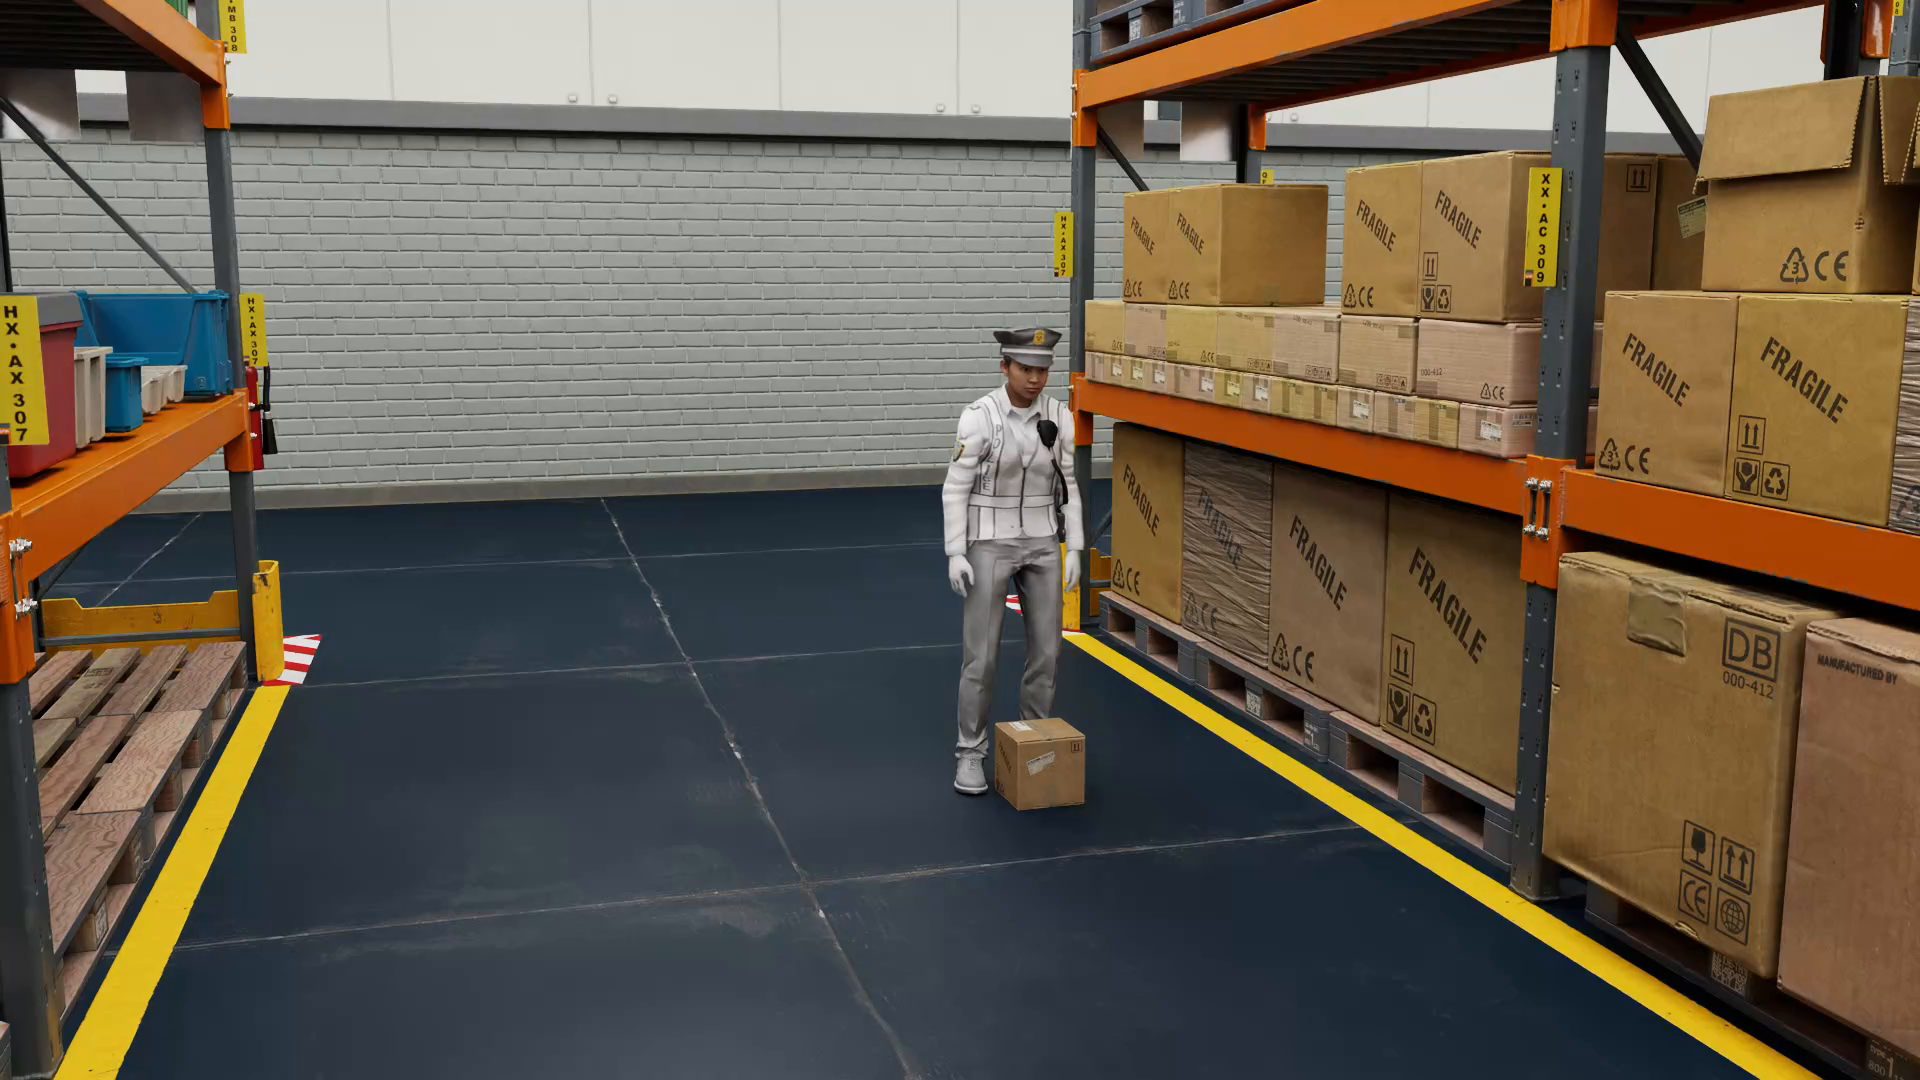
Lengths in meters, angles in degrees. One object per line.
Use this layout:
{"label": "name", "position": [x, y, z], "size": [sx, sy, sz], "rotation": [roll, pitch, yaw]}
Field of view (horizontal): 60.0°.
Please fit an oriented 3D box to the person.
{"label": "person", "position": [0.200, 0.059, 6.012], "size": [0.526, 1.663, 0.375], "rotation": [-3, 10, -16]}
